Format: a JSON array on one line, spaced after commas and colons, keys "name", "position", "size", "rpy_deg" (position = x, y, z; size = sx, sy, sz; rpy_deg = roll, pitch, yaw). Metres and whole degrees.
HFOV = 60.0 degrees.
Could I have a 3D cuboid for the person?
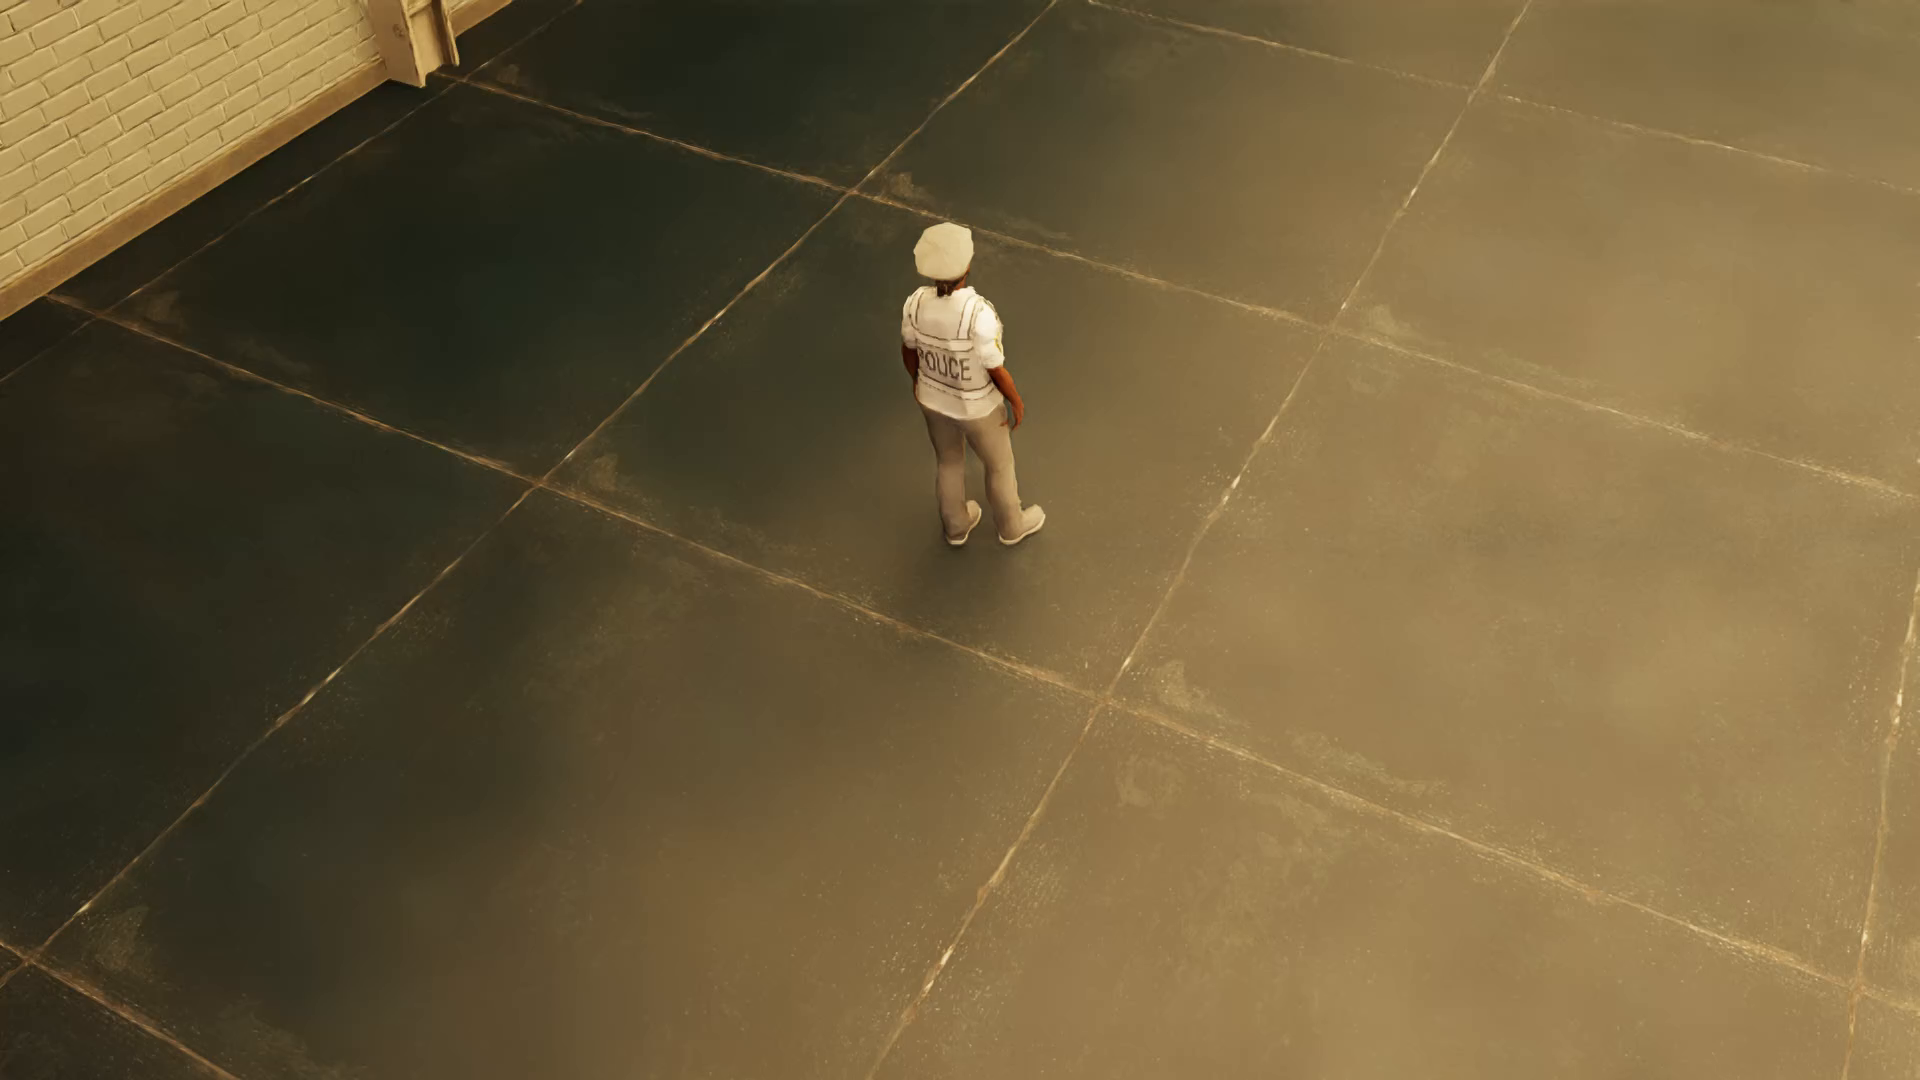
[{"name": "person", "position": [0.052, -0.662, 7.247], "size": [0.570, 1.695, 0.529], "rpy_deg": [20, 47, 20]}]
